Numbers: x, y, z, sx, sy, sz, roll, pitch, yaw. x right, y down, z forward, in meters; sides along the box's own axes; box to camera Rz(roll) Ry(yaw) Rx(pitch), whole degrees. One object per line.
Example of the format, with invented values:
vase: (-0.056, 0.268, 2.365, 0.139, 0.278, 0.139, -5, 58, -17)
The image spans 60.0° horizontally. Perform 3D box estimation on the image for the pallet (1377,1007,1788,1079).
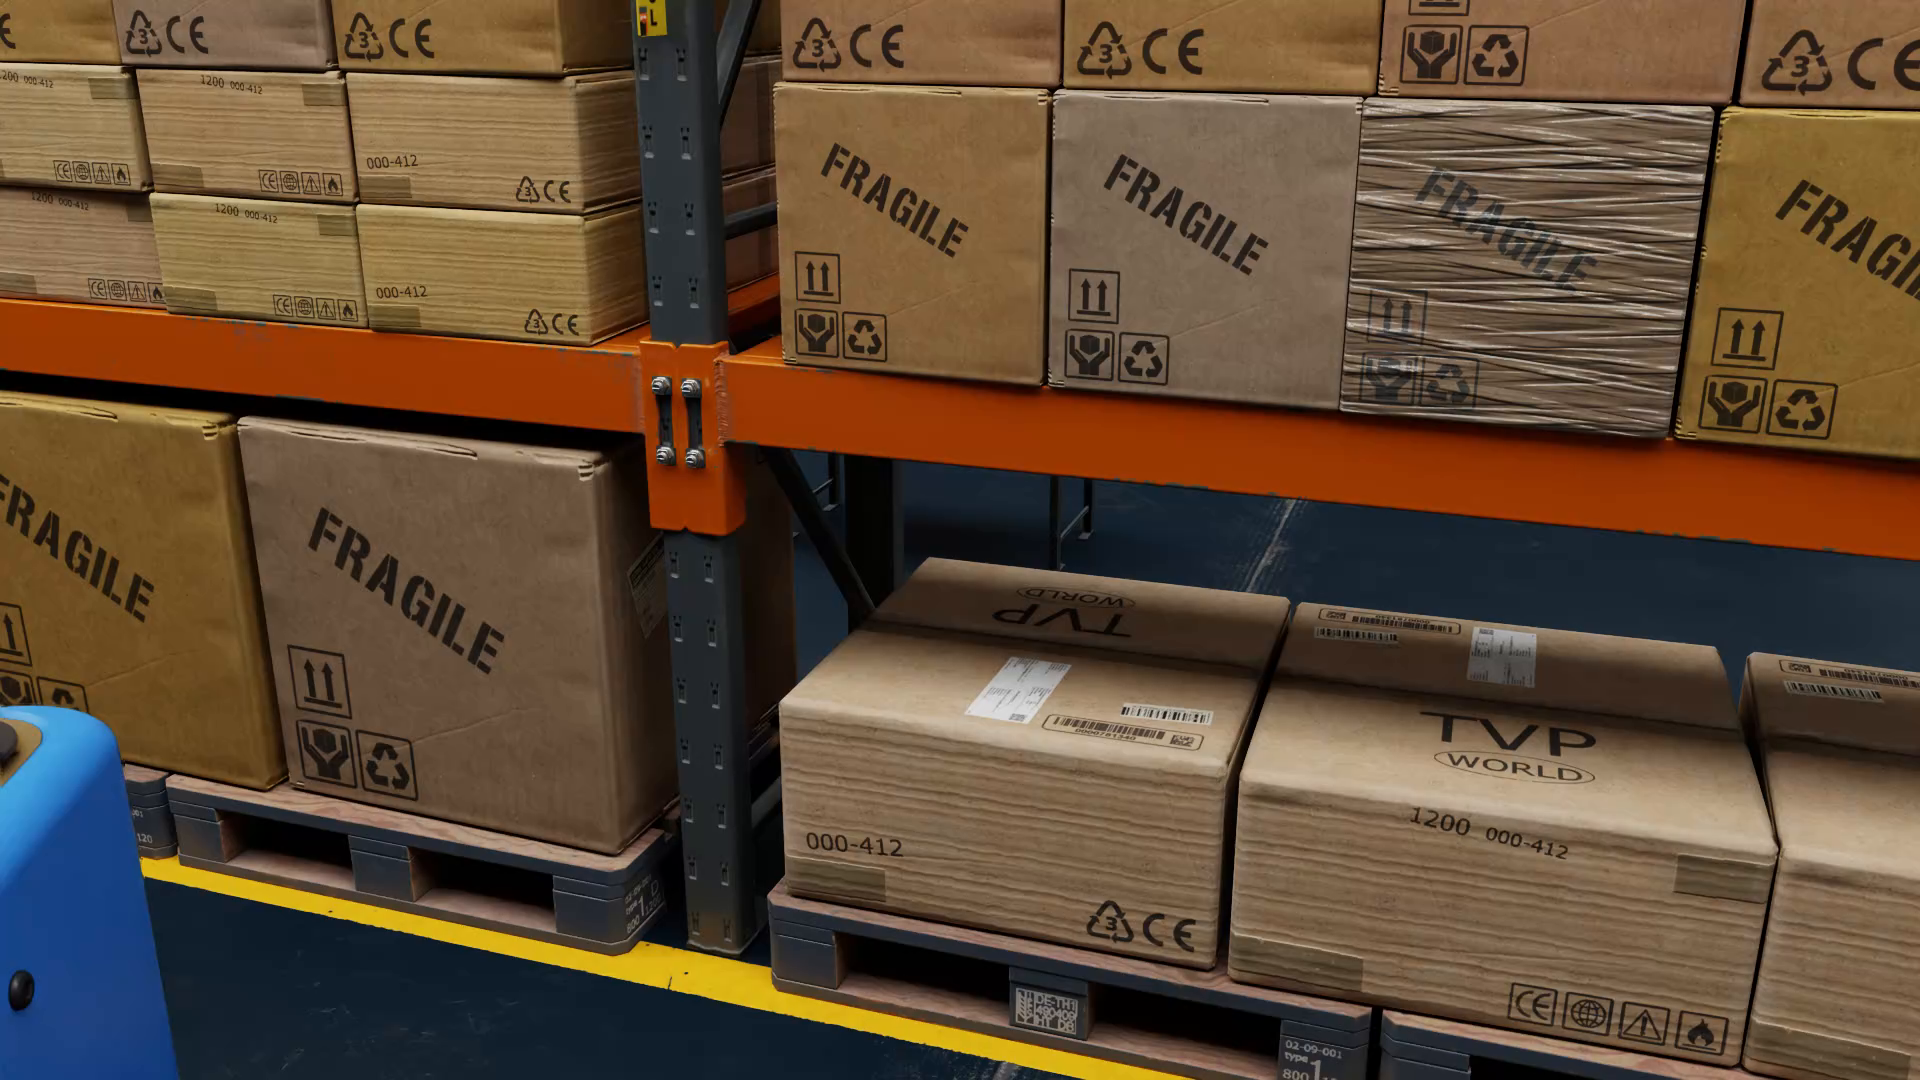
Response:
pallet: (1.487, 0.866, 3.271, 1.213, 0.211, 1.003, 7, 20, 18)

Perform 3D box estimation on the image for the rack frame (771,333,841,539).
rack frame: (-0.561, -0.772, 6.013, 0.032, 1.500, 0.500, 7, 20, 18)

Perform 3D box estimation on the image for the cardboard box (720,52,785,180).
cardboard box: (-0.685, -0.989, 3.824, 0.500, 0.250, 0.500, 6, 20, 16)

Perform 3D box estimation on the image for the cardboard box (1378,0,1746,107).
cardboard box: (0.964, -0.966, 2.619, 0.500, 0.500, 0.500, 7, 20, 19)

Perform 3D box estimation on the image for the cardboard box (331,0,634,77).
cardboard box: (-0.866, -1.178, 3.228, 0.500, 0.500, 0.500, 7, 20, 20)

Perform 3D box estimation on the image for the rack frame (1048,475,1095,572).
rack frame: (0.400, -0.663, 5.698, 0.032, 1.500, 0.500, 7, 20, 18)

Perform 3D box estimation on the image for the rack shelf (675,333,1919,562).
rack shelf: (1.527, -0.133, 2.993, 4.000, 0.370, 1.077, 7, 20, 18)

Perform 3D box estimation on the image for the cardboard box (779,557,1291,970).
cardboard box: (0.196, 0.424, 3.556, 0.875, 0.438, 0.875, 6, 20, 17)

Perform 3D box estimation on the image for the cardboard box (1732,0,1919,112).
cardboard box: (1.439, -0.910, 2.460, 0.500, 0.500, 0.500, 6, 20, 18)

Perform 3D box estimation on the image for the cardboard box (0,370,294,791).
cardboard box: (-1.830, -0.021, 4.169, 0.875, 0.875, 0.875, 7, 20, 20)

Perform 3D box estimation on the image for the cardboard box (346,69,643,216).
cardboard box: (-0.858, -0.826, 3.356, 0.500, 0.250, 0.500, 7, 20, 18)

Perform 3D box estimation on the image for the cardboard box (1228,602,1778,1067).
cardboard box: (1.042, 0.521, 3.280, 0.875, 0.438, 0.875, 6, 20, 16)

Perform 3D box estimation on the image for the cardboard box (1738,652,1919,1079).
cardboard box: (1.893, 0.619, 2.999, 0.875, 0.438, 0.875, 7, 20, 20)

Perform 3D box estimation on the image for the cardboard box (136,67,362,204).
cardboard box: (-1.333, -0.877, 3.505, 0.500, 0.250, 0.500, 7, 20, 19)

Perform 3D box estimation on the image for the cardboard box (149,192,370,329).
cardboard box: (-1.349, -0.643, 3.592, 0.500, 0.250, 0.500, 6, 20, 17)

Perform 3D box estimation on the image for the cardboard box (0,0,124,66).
cardboard box: (-1.830, -1.292, 3.556, 0.500, 0.500, 0.500, 7, 20, 20)

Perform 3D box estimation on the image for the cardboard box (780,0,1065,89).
cardboard box: (0.008, -1.081, 2.950, 0.500, 0.500, 0.500, 7, 20, 18)

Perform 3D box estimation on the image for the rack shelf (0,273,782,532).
rack shelf: (-2.251, -0.565, 4.232, 4.000, 0.370, 1.077, 7, 20, 18)

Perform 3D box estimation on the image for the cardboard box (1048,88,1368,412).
cardboard box: (0.469, -0.548, 2.939, 0.500, 0.500, 0.500, 7, 20, 18)

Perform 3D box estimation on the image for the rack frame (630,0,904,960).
rack frame: (-0.362, -0.688, 3.494, 0.127, 3.000, 1.000, 7, 20, 18)

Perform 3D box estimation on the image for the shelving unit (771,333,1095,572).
shelving unit: (-0.081, -0.717, 5.856, 1.048, 1.500, 0.538, 7, 20, 18)

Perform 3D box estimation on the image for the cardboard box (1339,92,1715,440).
cardboard box: (0.937, -0.492, 2.779, 0.500, 0.500, 0.500, 7, 20, 18)

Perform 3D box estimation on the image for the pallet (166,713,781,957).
pallet: (-1.116, 0.568, 4.125, 1.213, 0.211, 1.003, 7, 20, 18)

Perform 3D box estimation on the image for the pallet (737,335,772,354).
pallet: (-0.725, -1.137, 9.016, 1.213, 0.211, 1.003, 7, 20, 18)

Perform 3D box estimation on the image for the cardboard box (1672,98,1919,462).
cardboard box: (1.424, -0.437, 2.620, 0.500, 0.500, 0.500, 7, 20, 20)

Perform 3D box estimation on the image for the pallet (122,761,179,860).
pallet: (-2.272, 0.437, 4.501, 1.213, 0.211, 1.003, 7, 20, 18)

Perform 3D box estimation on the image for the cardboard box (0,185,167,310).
cardboard box: (-1.820, -0.704, 3.765, 0.500, 0.250, 0.500, 6, 20, 17)

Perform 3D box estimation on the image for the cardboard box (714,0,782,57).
cardboard box: (-0.683, -1.345, 3.706, 0.500, 0.500, 0.500, 7, 20, 19)

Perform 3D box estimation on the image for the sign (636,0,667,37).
sign: (-0.531, -1.028, 2.830, 0.005, 0.325, 0.100, 7, 20, 18)

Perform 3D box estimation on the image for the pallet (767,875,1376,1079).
pallet: (0.331, 0.735, 3.648, 1.213, 0.211, 1.003, 7, 20, 18)

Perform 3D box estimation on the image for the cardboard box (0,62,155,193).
cardboard box: (-1.824, -0.932, 3.660, 0.500, 0.250, 0.500, 7, 20, 19)

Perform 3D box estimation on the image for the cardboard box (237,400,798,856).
cardboard box: (-0.974, 0.074, 3.896, 0.875, 0.875, 0.875, 7, 20, 20)

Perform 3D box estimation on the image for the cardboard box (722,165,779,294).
cardboard box: (-0.691, -0.747, 3.891, 0.500, 0.250, 0.500, 6, 20, 17)

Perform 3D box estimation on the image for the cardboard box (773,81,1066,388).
cardboard box: (-0.005, -0.604, 3.099, 0.500, 0.500, 0.500, 7, 20, 20)

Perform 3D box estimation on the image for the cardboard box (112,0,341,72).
cardboard box: (-1.358, -1.232, 3.381, 0.500, 0.500, 0.500, 7, 20, 19)

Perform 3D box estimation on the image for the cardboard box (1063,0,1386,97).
cardboard box: (0.483, -1.025, 2.787, 0.500, 0.500, 0.500, 6, 20, 17)

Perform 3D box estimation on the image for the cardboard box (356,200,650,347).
cardboard box: (-0.868, -0.588, 3.433, 0.500, 0.250, 0.500, 6, 20, 17)
